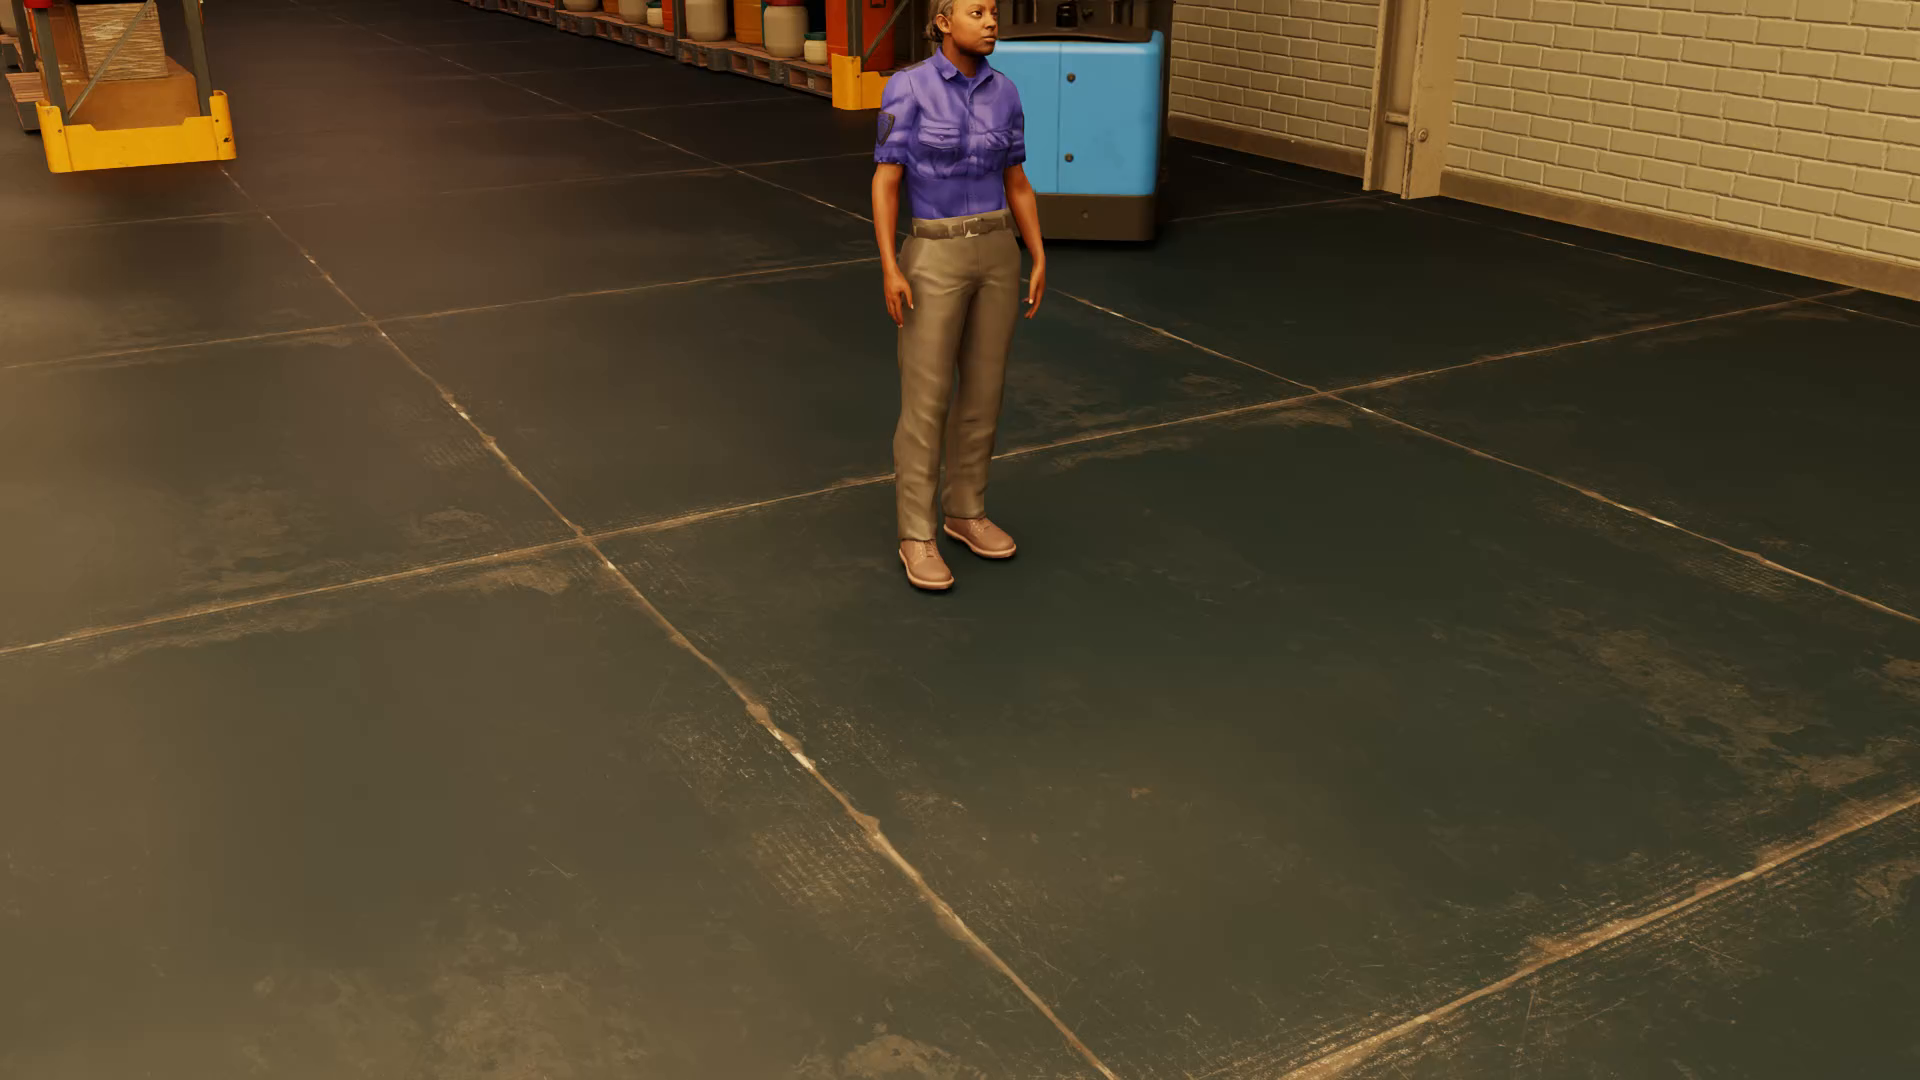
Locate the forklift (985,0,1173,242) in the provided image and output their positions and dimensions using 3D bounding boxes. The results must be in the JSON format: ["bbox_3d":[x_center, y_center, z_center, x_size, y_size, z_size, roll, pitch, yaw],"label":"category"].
[{"bbox_3d":[0.717,-3.460,9.706,1.130,2.935,3.031,3,22,7],"label":"forklift"}]

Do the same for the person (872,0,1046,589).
[{"bbox_3d":[0.027,-0.697,4.755,0.569,1.564,0.503,-12,25,-28],"label":"person"}]
